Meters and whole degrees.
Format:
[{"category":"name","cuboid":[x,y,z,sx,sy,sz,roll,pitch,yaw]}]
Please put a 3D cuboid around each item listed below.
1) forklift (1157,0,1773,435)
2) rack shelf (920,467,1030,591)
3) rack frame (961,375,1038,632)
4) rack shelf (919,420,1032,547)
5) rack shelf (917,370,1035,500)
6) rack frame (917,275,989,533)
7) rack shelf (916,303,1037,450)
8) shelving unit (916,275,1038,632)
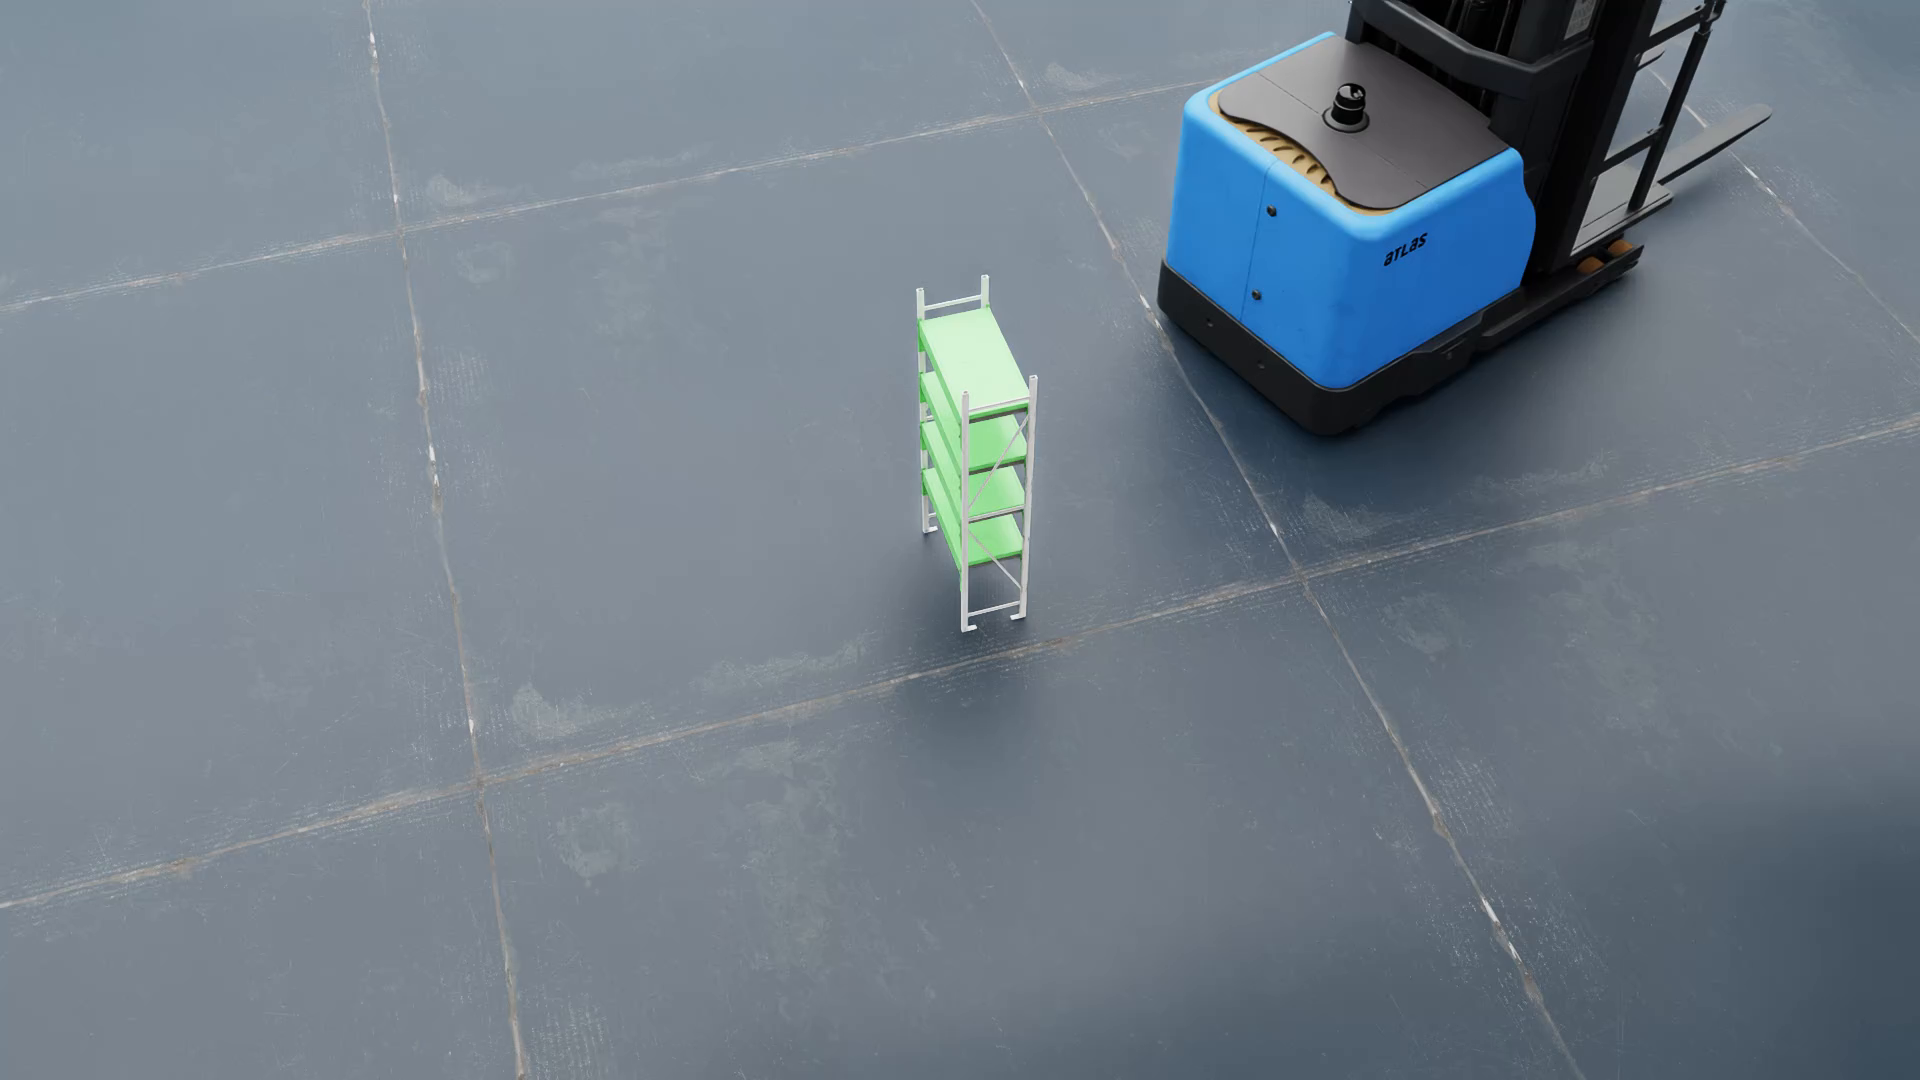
[{"category":"forklift","cuboid":[2.315,-2.287,6.261,3.031,2.935,1.130,-30,56,-23]},{"category":"rack shelf","cuboid":[0.049,-0.070,5.922,0.258,0.148,0.480,-13,51,-11]},{"category":"rack frame","cuboid":[0.121,-0.088,5.539,0.240,1.200,0.015,-13,51,-11]},{"category":"rack shelf","cuboid":[0.049,-0.225,5.738,0.258,0.148,0.480,-13,51,-11]},{"category":"rack shelf","cuboid":[0.049,-0.379,5.555,0.258,0.148,0.480,-13,51,-11]},{"category":"rack frame","cuboid":[-0.023,-0.444,5.840,0.240,1.200,0.015,-13,51,-11]},{"category":"rack shelf","cuboid":[0.049,-0.534,5.371,0.258,0.148,0.480,-13,51,-11]},{"category":"shelving unit","cuboid":[0.049,-0.266,5.689,0.258,1.200,0.503,-13,51,-11]}]
